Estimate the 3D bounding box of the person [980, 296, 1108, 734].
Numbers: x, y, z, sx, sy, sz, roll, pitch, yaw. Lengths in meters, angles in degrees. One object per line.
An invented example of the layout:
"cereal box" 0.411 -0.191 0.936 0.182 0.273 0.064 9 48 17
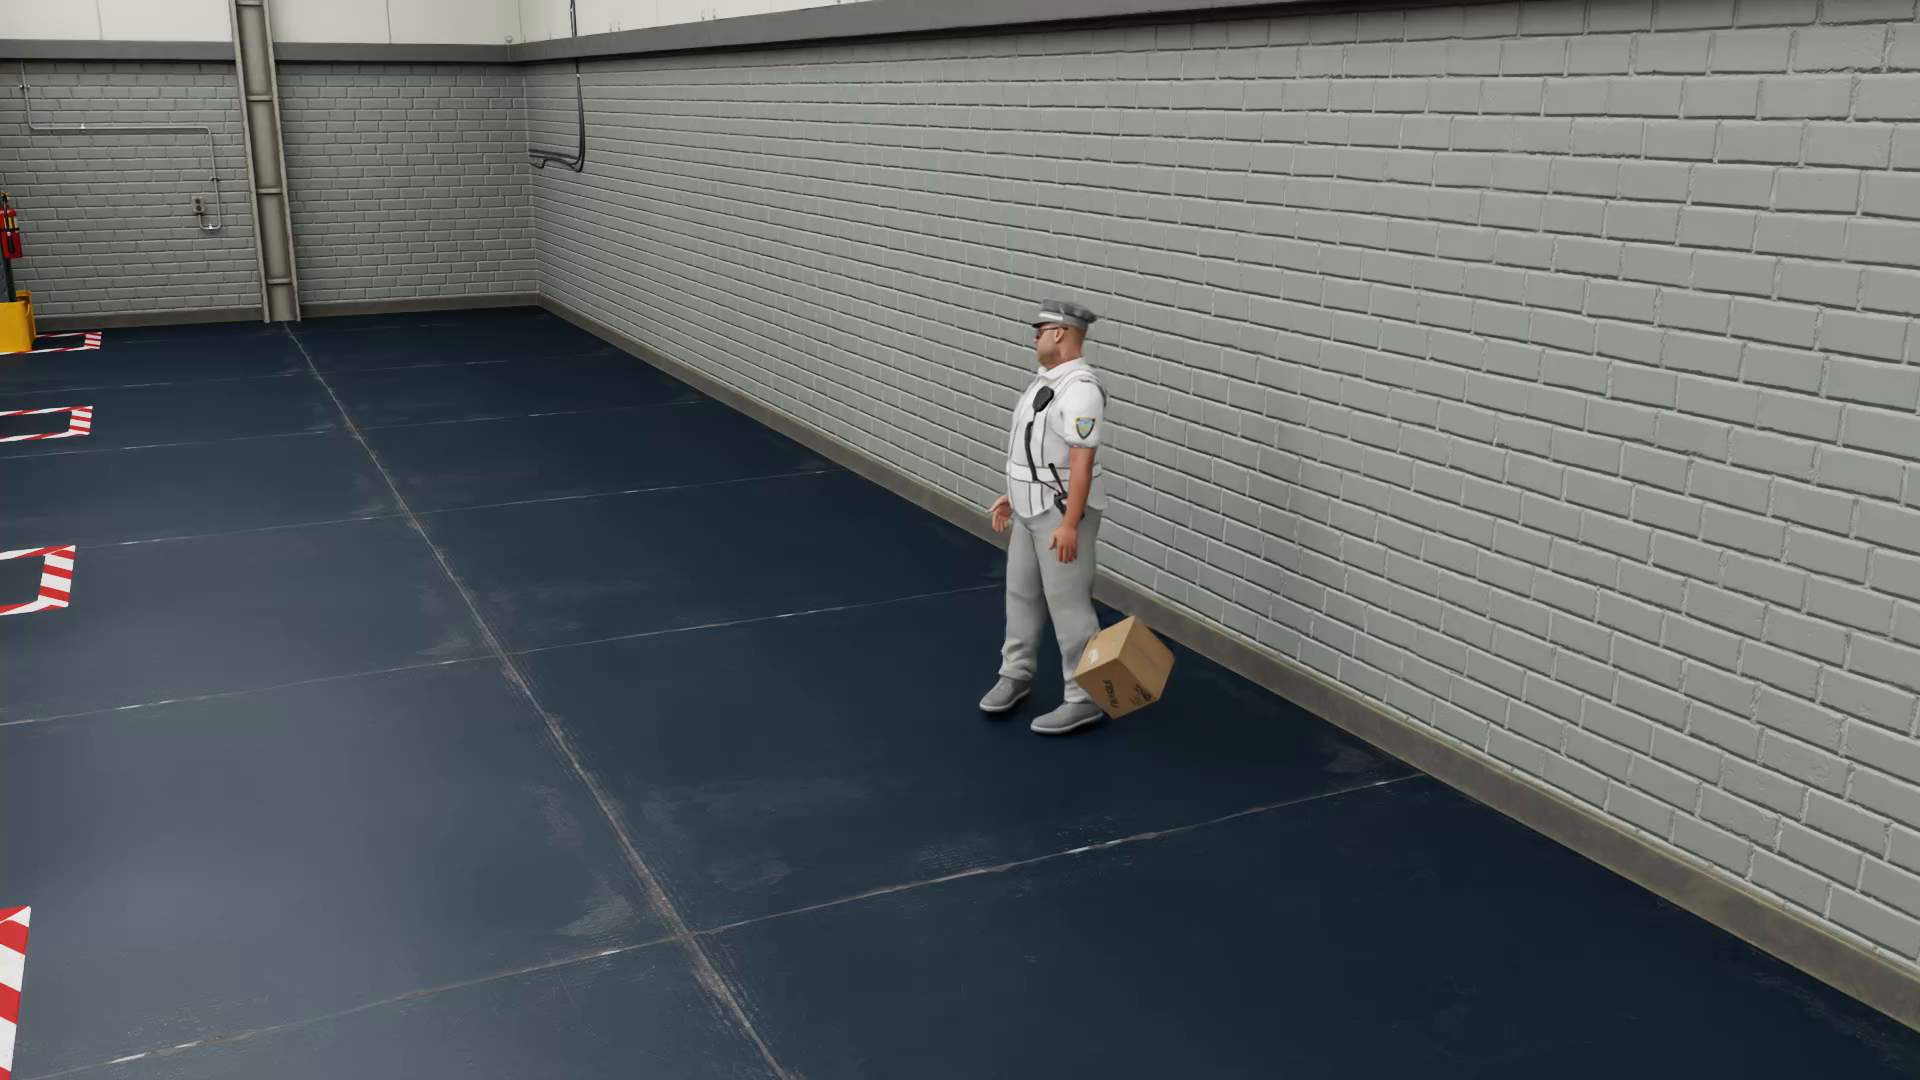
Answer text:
"person" 0.345 -0.110 6.850 0.506 1.764 0.538 -4 16 -15
